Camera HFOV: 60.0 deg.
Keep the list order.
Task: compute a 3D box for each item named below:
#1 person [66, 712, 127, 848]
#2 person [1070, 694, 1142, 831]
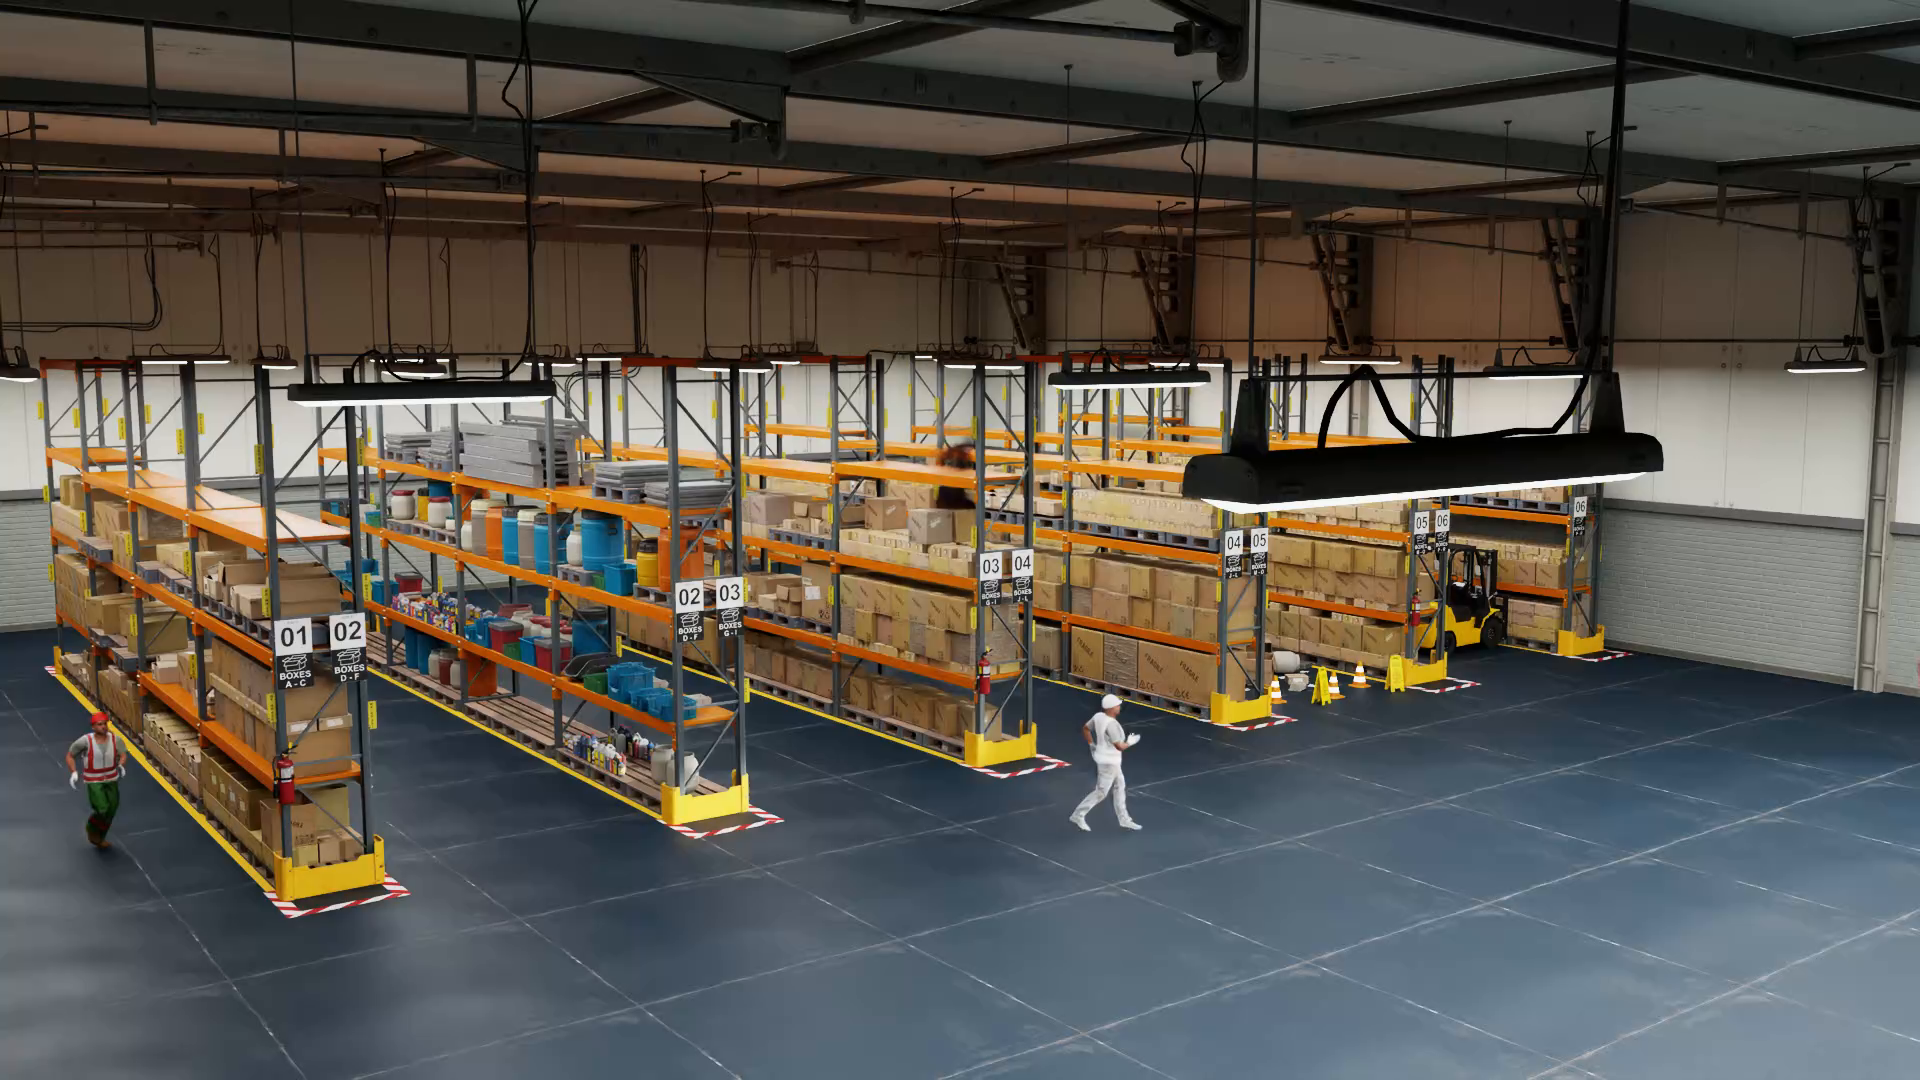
[{"bbox_3d":[-10.625,2.991,20.589,0.674,1.735,0.662,6,9,41],"label":"person"},{"bbox_3d":[1.877,2.860,21.305,0.976,1.788,0.678,-1,7,-7],"label":"person"}]
